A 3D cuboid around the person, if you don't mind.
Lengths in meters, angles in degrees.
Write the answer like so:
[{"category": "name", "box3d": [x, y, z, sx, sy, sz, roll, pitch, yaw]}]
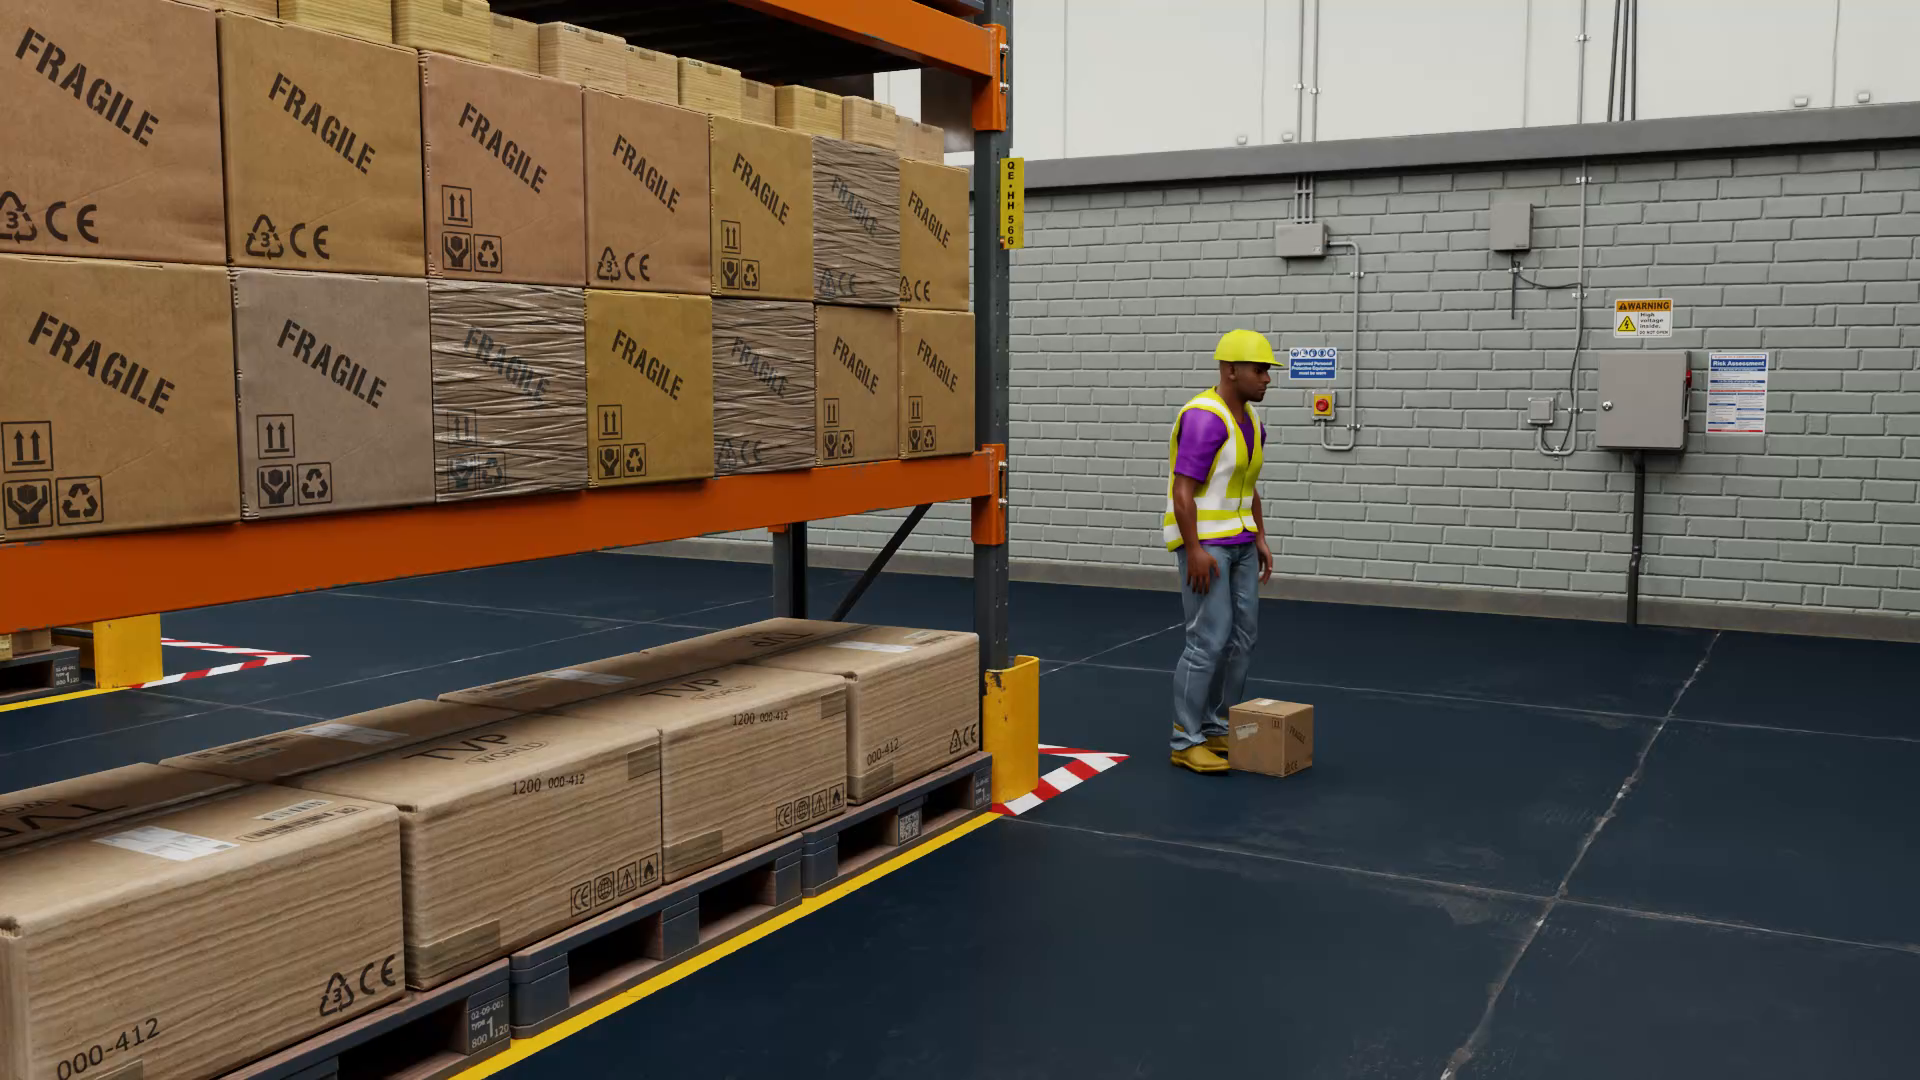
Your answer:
[{"category": "person", "box3d": [1.067, 0.030, 6.761, 0.456, 1.761, 0.628, 5, 8, 40]}]
